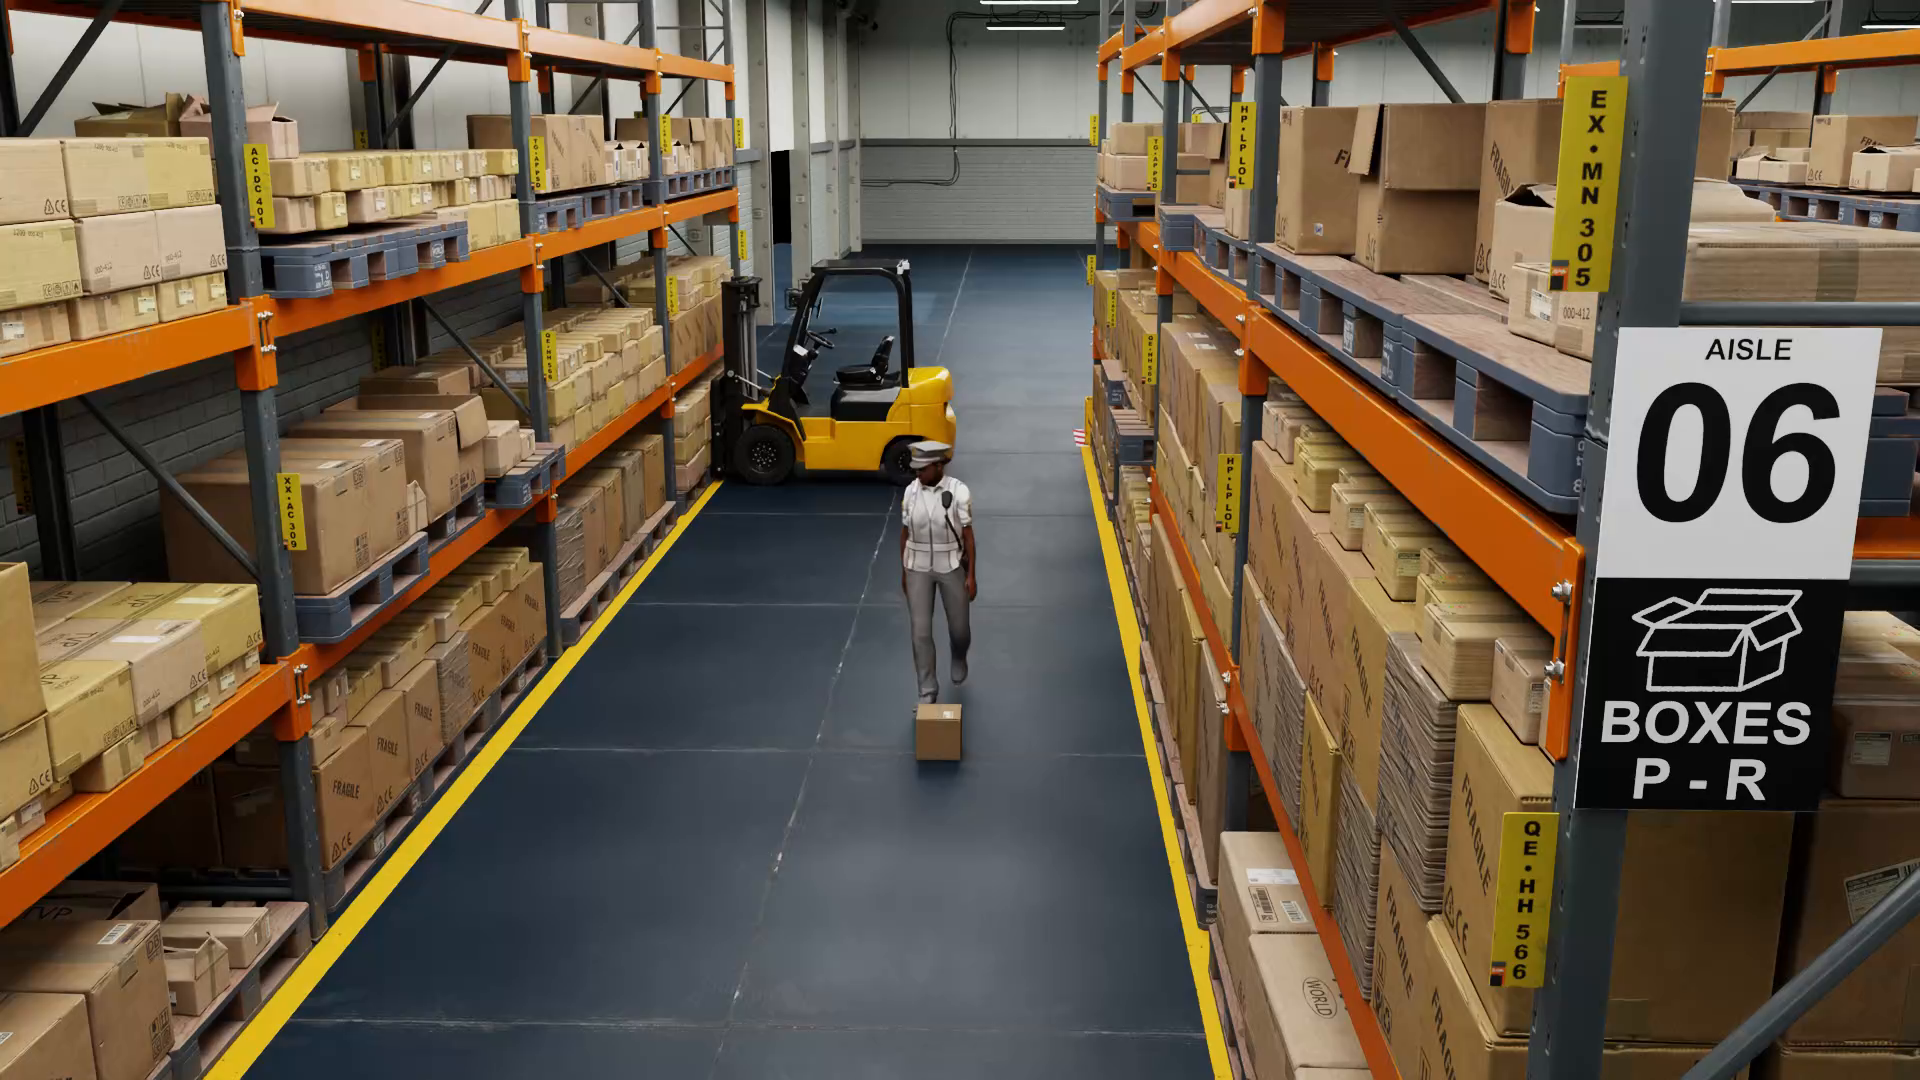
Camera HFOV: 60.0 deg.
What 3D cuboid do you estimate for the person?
[{"bbox_3d":[-0.134,0.201,10.149,0.486,1.642,0.716,2,14,9],"label":"person"}]
